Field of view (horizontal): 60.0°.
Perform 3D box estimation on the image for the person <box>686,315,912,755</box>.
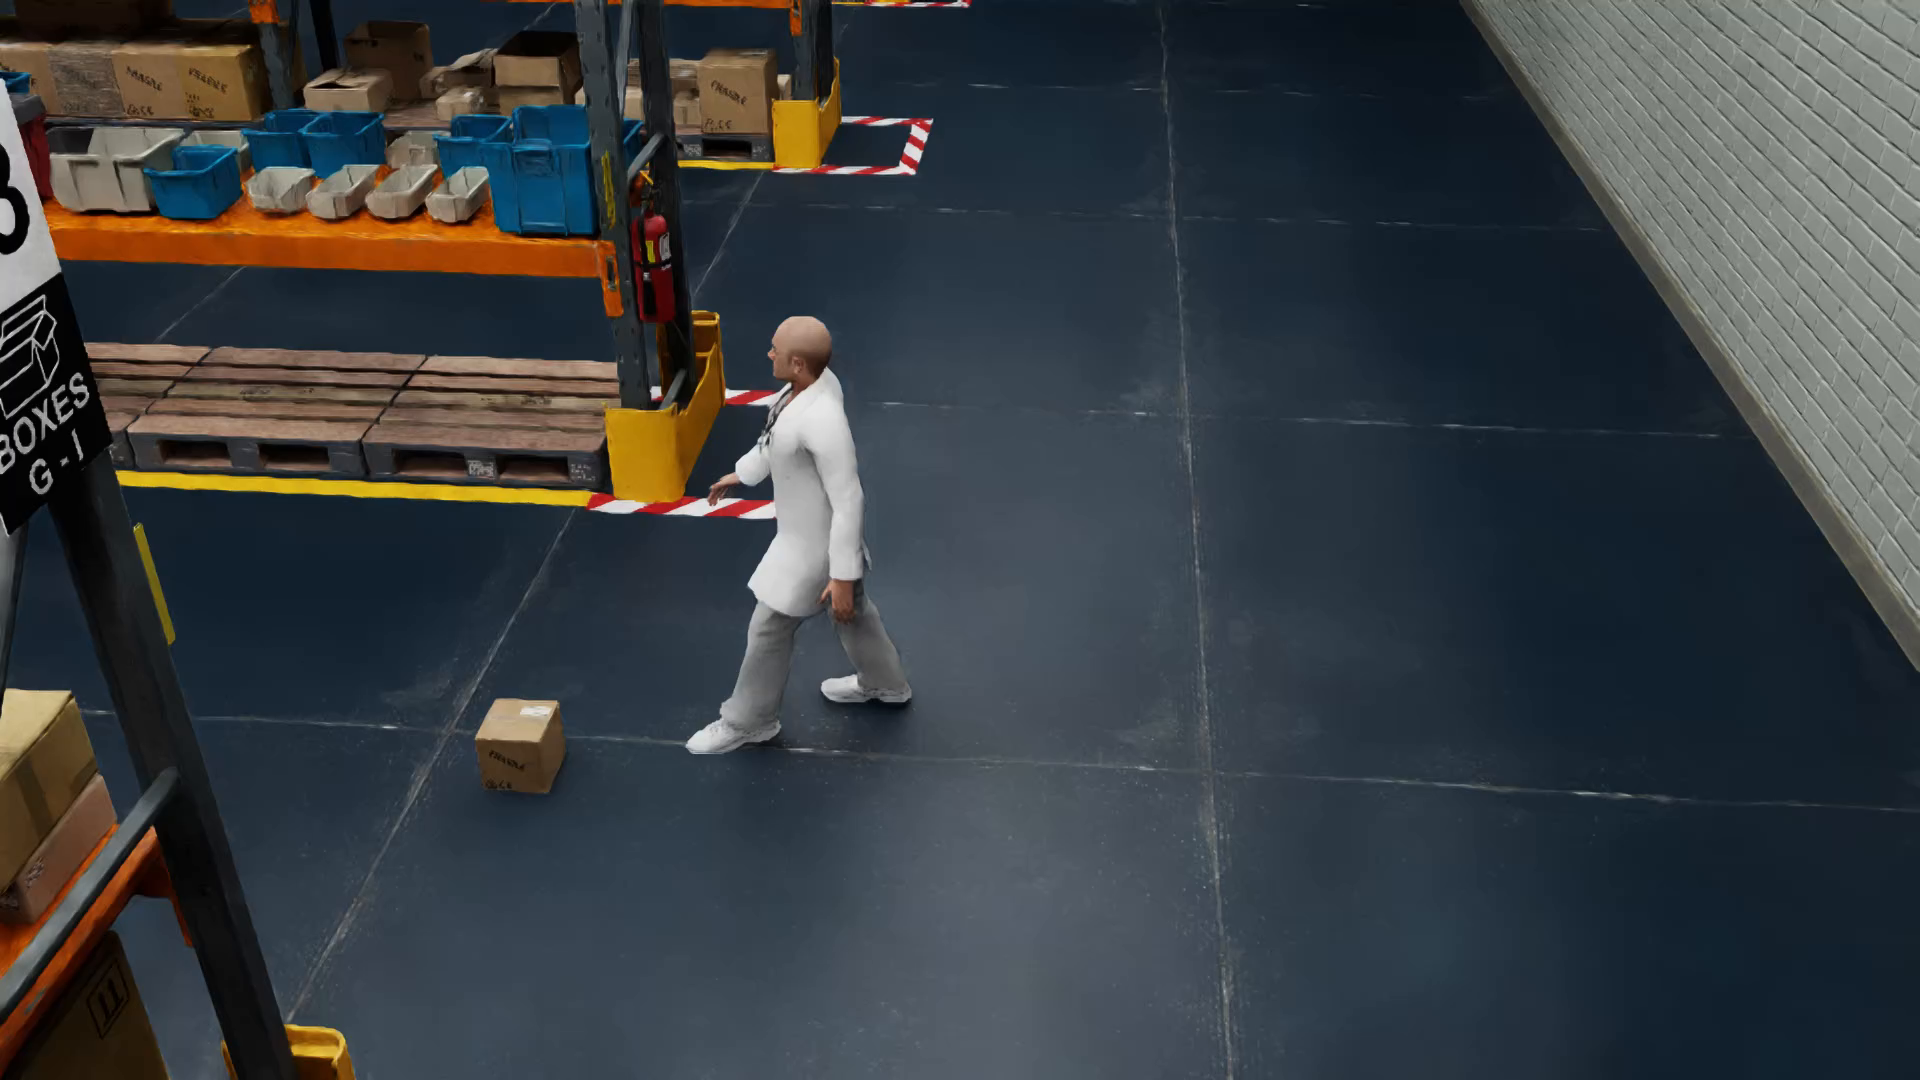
[{"bbox_3d":[-0.630,0.103,6.231,0.913,1.537,0.777,-4,32,-7],"label":"person"}]
